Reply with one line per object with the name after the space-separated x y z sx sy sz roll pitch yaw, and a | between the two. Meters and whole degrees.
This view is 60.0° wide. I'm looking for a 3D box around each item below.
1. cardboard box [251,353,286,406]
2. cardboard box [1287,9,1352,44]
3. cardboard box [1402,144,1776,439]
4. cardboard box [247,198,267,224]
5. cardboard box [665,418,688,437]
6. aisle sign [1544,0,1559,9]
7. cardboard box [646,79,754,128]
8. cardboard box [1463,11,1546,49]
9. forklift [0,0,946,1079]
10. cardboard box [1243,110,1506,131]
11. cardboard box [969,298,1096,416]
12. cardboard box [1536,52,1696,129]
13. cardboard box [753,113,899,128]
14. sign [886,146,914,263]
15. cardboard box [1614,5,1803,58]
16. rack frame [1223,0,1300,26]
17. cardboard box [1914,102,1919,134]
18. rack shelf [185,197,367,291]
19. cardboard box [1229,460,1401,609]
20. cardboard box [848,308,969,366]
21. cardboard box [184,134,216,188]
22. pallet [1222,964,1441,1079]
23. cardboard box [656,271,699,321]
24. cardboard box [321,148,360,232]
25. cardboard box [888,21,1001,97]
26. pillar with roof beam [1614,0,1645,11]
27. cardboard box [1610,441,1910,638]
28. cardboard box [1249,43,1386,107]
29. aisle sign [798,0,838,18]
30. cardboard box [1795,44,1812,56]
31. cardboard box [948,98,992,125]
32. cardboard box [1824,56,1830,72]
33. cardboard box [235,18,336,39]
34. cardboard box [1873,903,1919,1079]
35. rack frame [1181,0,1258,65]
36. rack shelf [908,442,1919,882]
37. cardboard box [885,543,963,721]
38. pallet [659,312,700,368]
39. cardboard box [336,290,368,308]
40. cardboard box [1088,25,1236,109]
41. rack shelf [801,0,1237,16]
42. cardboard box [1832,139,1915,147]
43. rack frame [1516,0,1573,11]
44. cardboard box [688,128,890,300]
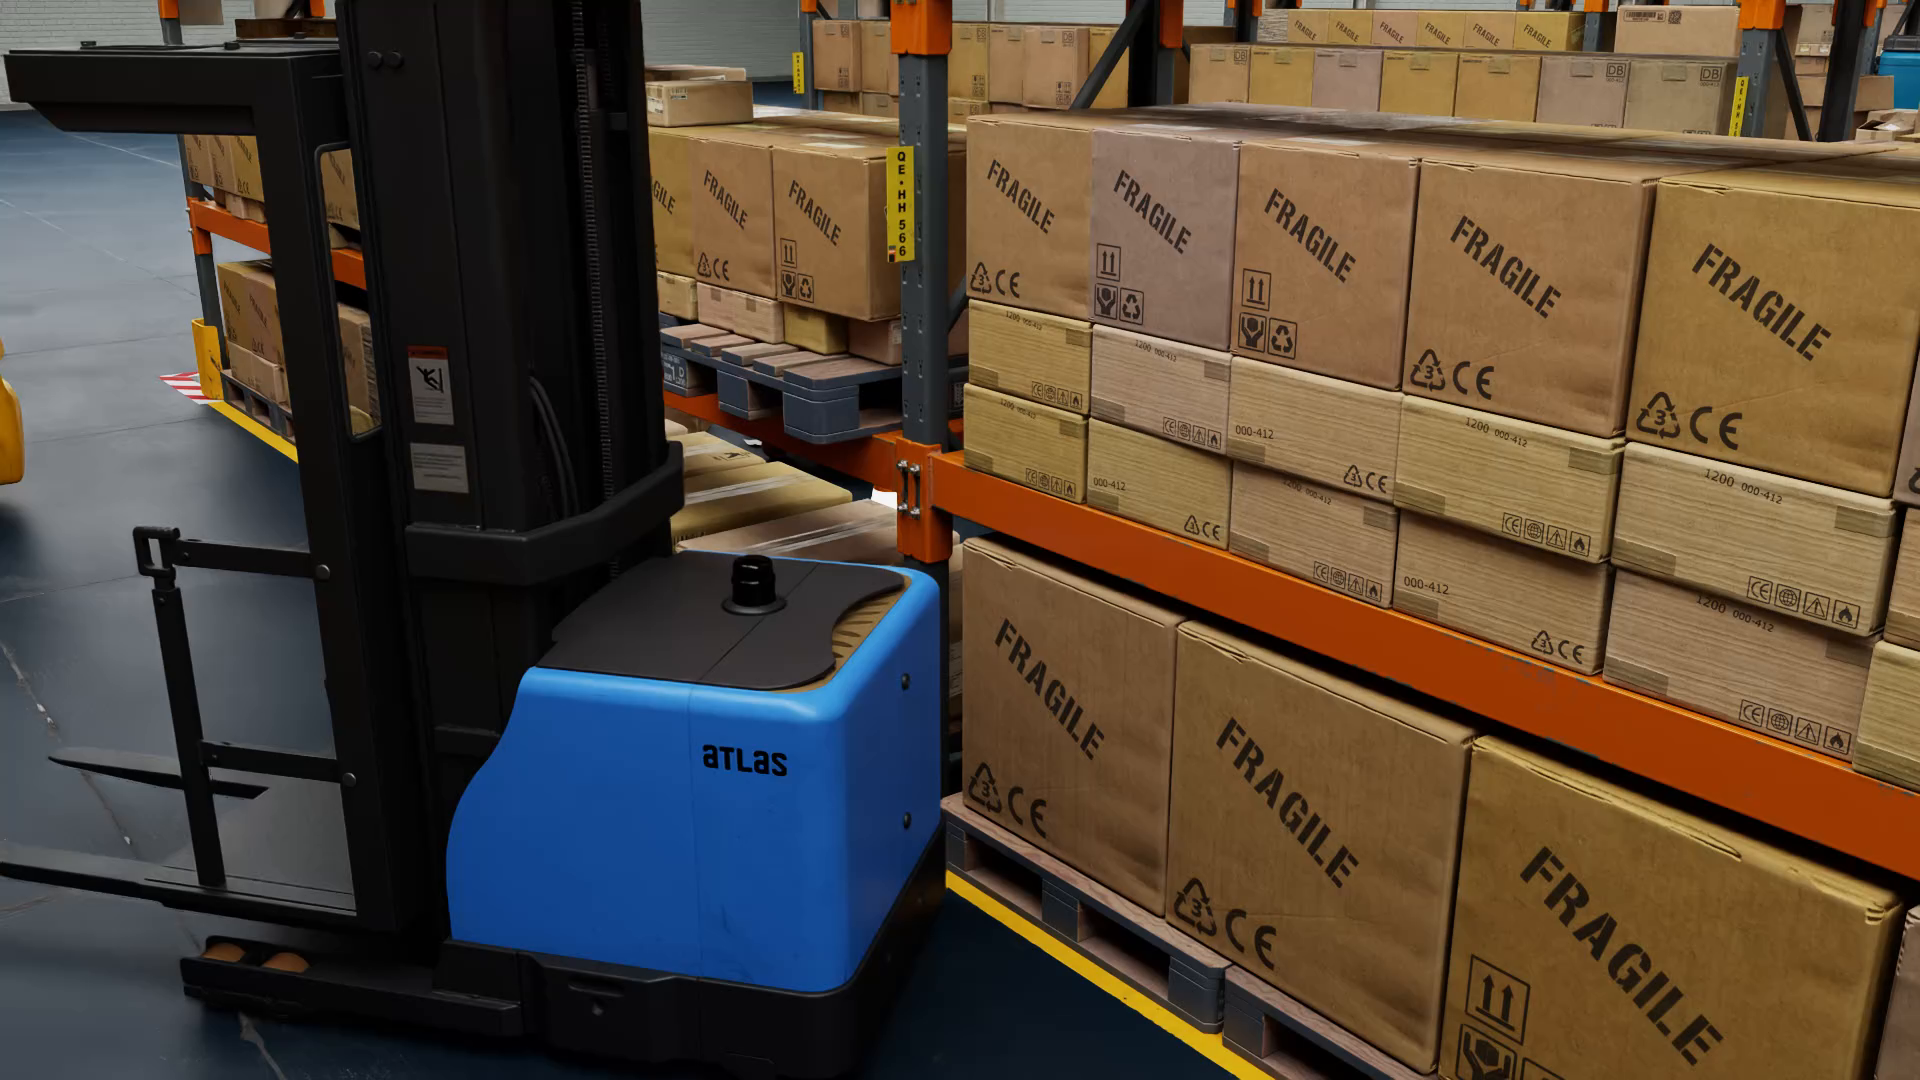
-4.121 -1.049 10.464 0.500 0.250 0.500 -13 22 -34 | cardboard box
3.485 -4.819 15.920 0.500 0.500 0.500 -14 23 -36 | cardboard box
1.301 -0.540 3.473 0.500 0.500 0.500 -14 23 -35 | cardboard box
-4.090 -2.022 10.096 0.380 0.149 0.250 -13 22 -35 | cardboard box
-1.905 -0.372 8.227 0.950 0.372 0.625 -14 23 -35 | cardboard box
7.123 -6.745 19.826 0.394 0.787 0.004 -14 23 -36 | aisle sign
-0.986 -1.607 6.113 0.380 0.149 0.250 -15 24 -39 | cardboard box
4.730 -4.327 14.434 0.500 0.500 0.500 -14 23 -36 | cardboard box
-1.616 -0.261 4.488 3.031 2.935 1.130 5 19 14 | forklift
1.102 -0.884 4.511 0.500 0.500 0.500 -13 23 -35 | cardboard box
0.372 -0.556 4.714 0.500 0.250 0.500 -14 23 -36 | cardboard box
3.483 -2.313 8.827 0.700 0.500 0.500 -14 23 -37 | cardboard box
-0.511 -1.364 6.410 0.500 0.500 0.500 -14 23 -35 | cardboard box
-0.168 -0.967 4.795 0.100 0.325 0.005 -14 23 -36 | sign
5.920 -3.744 13.276 1.000 1.000 1.000 -14 23 -36 | cardboard box
3.053 -4.469 17.086 1.000 3.000 0.127 -14 23 -36 | rack frame
7.228 -2.988 11.786 0.700 0.500 0.500 -10 21 -28 | cardboard box
-3.474 -1.700 9.870 1.077 0.370 4.000 -14 23 -36 | rack shelf
1.012 -0.069 4.037 0.500 0.250 0.500 -13 22 -34 | cardboard box
-0.137 -0.678 5.371 0.380 0.149 0.250 -13 22 -34 | cardboard box
-4.639 -2.552 10.667 0.500 0.500 0.500 -14 23 -37 | cardboard box
1.435 1.270 4.192 1.003 0.211 1.213 -14 23 -36 | pallet
-0.883 -0.912 6.077 0.380 0.149 0.250 -13 23 -35 | cardboard box
-3.028 -1.924 8.769 0.500 0.500 0.500 -13 22 -34 | cardboard box
-0.043 -3.728 12.894 0.875 0.550 0.550 -14 23 -36 | cardboard box
8.714 -10.852 26.818 9.100 9.000 0.400 -14 23 -36 | pillar with roof beam
1.628 -0.053 3.194 0.500 0.250 0.500 -13 23 -35 | cardboard box
2.219 -2.815 10.341 0.700 0.500 0.500 -14 23 -37 | cardboard box
-1.177 -4.719 13.705 0.394 0.787 0.004 -14 23 -36 | aisle sign
11.215 -6.492 22.004 0.380 0.149 0.250 -14 23 -36 | cardboard box
0.337 -3.098 12.708 0.875 0.550 0.500 -14 23 -36 | cardboard box
11.734 -6.079 21.791 0.700 0.500 0.500 -14 23 -36 | cardboard box
-4.227 -3.115 10.774 0.700 0.500 0.500 -15 23 -37 | cardboard box
2.287 1.094 2.997 0.875 0.875 0.875 -13 22 -34 | cardboard box
1.585 -2.540 11.261 1.000 3.000 0.127 -14 23 -36 | rack frame
1.493 0.271 3.917 1.077 0.370 4.000 -14 23 -36 | rack shelf
-0.092 0.344 6.065 0.950 0.372 0.625 -16 24 -40 | cardboard box
-1.010 -0.952 6.771 1.003 0.211 1.213 -14 23 -36 | pallet
-3.445 -1.143 9.555 0.500 0.500 0.500 -13 22 -33 | cardboard box
1.383 -3.221 11.363 0.875 0.550 0.550 -14 23 -36 | cardboard box
0.344 -4.115 12.391 1.077 0.370 4.000 -14 23 -36 | rack shelf
4.207 -1.764 7.703 0.380 0.149 0.250 -14 23 -36 | cardboard box
6.935 -5.435 20.006 1.000 3.000 0.127 -14 23 -36 | rack frame
-0.578 -1.134 5.716 0.500 0.500 0.500 -14 23 -37 | cardboard box
